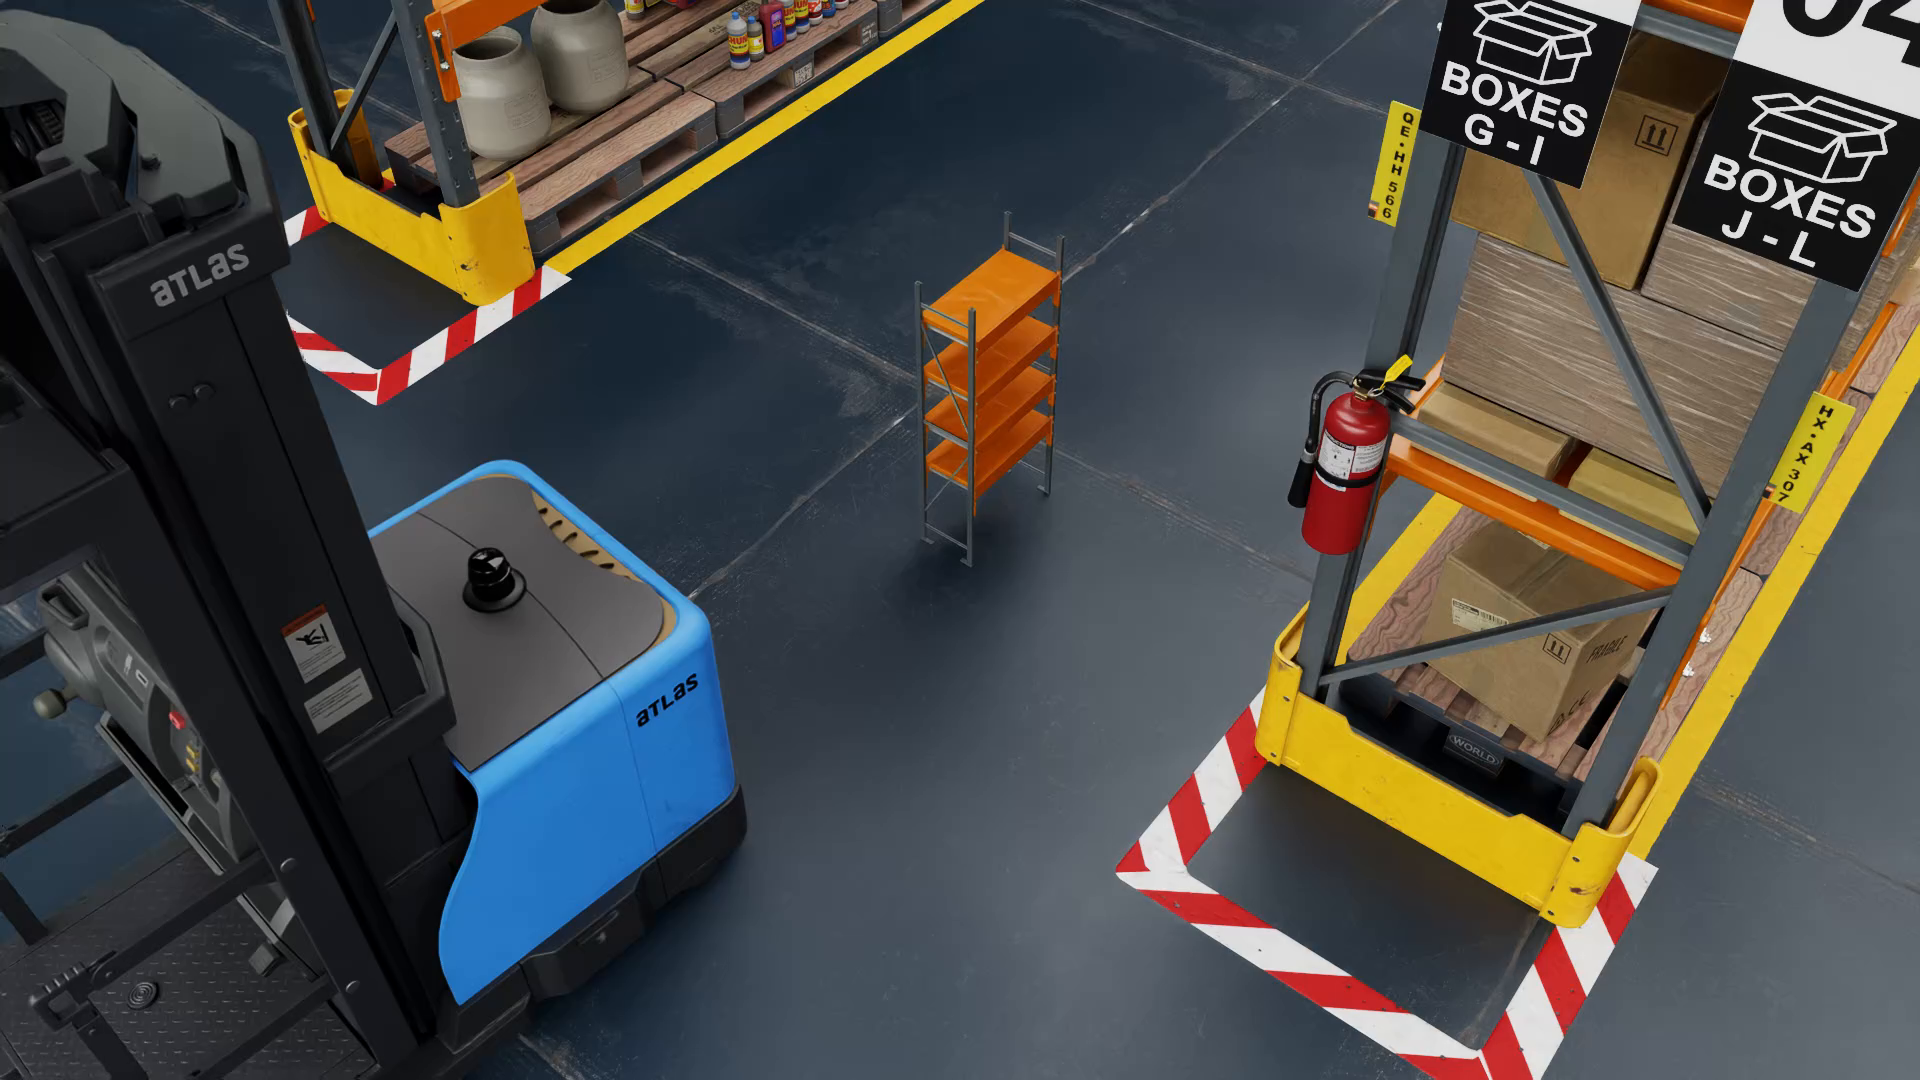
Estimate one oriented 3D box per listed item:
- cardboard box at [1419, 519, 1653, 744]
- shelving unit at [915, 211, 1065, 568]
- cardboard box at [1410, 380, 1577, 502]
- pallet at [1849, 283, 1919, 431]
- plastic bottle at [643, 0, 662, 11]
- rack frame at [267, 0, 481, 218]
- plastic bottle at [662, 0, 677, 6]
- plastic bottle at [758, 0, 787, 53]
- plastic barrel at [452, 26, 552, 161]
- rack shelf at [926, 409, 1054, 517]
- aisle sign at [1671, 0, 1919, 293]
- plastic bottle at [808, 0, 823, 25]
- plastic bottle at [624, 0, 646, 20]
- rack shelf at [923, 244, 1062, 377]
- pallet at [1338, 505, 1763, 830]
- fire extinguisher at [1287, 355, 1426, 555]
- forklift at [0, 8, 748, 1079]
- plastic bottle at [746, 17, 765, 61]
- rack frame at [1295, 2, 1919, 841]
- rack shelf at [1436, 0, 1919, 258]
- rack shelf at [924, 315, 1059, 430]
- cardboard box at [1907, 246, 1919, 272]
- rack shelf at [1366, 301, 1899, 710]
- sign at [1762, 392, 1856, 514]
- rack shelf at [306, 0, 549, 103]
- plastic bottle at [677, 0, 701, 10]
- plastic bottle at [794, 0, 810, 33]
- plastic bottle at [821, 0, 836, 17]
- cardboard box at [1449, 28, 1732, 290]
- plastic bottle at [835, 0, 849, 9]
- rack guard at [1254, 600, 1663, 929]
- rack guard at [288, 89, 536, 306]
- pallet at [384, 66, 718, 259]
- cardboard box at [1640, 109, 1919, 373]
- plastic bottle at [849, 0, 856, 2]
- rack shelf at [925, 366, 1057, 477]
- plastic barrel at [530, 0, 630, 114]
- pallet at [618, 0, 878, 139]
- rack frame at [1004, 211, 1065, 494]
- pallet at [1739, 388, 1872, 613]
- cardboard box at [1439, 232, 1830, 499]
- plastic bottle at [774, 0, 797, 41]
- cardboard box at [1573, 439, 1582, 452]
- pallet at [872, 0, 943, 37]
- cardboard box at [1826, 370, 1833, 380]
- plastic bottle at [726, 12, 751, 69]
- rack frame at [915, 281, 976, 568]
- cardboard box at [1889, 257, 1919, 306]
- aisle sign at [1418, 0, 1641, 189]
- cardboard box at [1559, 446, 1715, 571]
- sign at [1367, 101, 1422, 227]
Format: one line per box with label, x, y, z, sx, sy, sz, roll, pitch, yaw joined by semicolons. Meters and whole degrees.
cardboard box;1.880;0.233;5.392;0.500;0.500;0.500;-33;54;-27
shelving unit;0.101;-0.509;5.907;0.258;1.200;0.503;29;53;25
cardboard box;1.496;-0.303;4.639;0.380;0.149;0.250;29;53;25
pallet;3.548;-1.062;7.118;1.003;0.211;1.213;29;53;25
plastic bottle;-1.601;-2.859;8.481;0.061;0.283;0.133;30;53;26
rack frame;-2.434;-2.326;6.397;1.000;3.000;0.127;29;53;25
plastic bottle;-1.483;-2.914;8.538;0.152;0.276;0.135;30;53;25
plastic bottle;-0.926;-2.560;8.196;0.061;0.283;0.133;30;53;26
plastic barrel;-2.092;-2.022;7.537;0.421;0.512;0.421;0;46;0
rack shelf;0.101;-0.326;6.099;0.258;0.148;0.480;29;53;25
aisle sign;1.685;-0.866;3.205;0.394;0.787;0.004;29;53;25
plastic bottle;-0.748;-2.721;8.406;0.097;0.201;0.097;0;46;0
plastic bottle;-1.658;-2.756;8.439;0.097;0.201;0.097;0;46;0
rack shelf;0.101;-0.781;5.622;0.258;0.148;0.480;29;53;25
pallet;2.056;0.335;5.784;1.003;0.211;1.213;29;53;25
fire extinguisher;1.050;-0.247;4.465;0.296;0.674;0.183;29;53;25
forklift;-2.064;0.466;3.778;1.130;2.935;3.031;35;56;29
plastic bottle;-1.016;-2.470;8.166;0.097;0.201;0.097;0;46;0
rack frame;1.485;-0.136;4.305;1.000;3.000;0.127;29;53;25
rack shelf;2.708;-2.068;4.574;1.077;0.370;4.000;29;53;25
rack shelf;0.101;-0.617;5.794;0.258;0.148;0.480;29;53;25
cardboard box;2.348;-1.096;4.256;0.500;0.500;0.500;29;53;25
rack shelf;2.708;-1.032;5.659;1.077;0.370;4.000;29;53;25
sign;1.915;-0.195;3.763;0.100;0.325;0.005;29;53;25
rack shelf;-1.211;-3.222;7.750;1.077;0.370;4.000;29;53;25
plastic bottle;-1.398;-2.869;8.491;0.061;0.283;0.133;29;53;25
plastic bottle;-0.808;-2.688;8.326;0.097;0.271;0.097;0;46;0
plastic bottle;-0.685;-2.804;8.437;0.097;0.271;0.097;0;46;0
cardboard box;1.626;-1.043;4.205;0.500;0.500;0.500;29;53;25
plastic bottle;-0.622;-2.838;8.518;0.097;0.201;0.097;0;46;0
rack guard;1.532;0.684;5.251;1.175;0.500;0.348;29;53;25
rack guard;-2.425;-1.526;7.362;1.175;0.500;0.348;29;53;25
pallet;-1.924;-1.889;7.909;1.003;0.211;1.213;29;53;25
cardboard box;2.037;-0.813;3.986;0.500;0.500;0.500;29;53;25
plastic bottle;-0.572;-2.944;8.567;0.152;0.276;0.135;30;53;26
rack shelf;0.101;-0.463;5.955;0.258;0.148;0.480;29;53;25
plastic barrel;-1.786;-2.308;7.811;0.421;0.512;0.421;0;46;0
pallet;-1.178;-2.584;8.573;1.003;0.211;1.213;29;53;25
rack frame;0.250;-0.649;6.040;0.240;1.200;0.015;29;53;25
pallet;2.803;-0.360;6.448;1.003;0.211;1.213;29;53;25
cardboard box;1.843;-0.576;4.451;0.875;0.500;0.500;29;53;25
plastic bottle;-0.870;-2.631;8.271;0.097;0.271;0.097;0;46;0
cardboard box;1.649;-0.446;4.776;0.380;0.149;0.250;29;53;25
pallet;-0.432;-3.285;9.242;1.003;0.211;1.213;29;53;25
cardboard box;2.476;-0.670;4.989;0.380;0.149;0.250;29;53;25
plastic bottle;-1.079;-2.435;8.084;0.097;0.271;0.097;0;46;0
rack frame;-0.048;-0.370;5.773;0.240;1.200;0.015;29;53;25
cardboard box;2.842;-0.922;5.230;0.380;0.149;0.250;29;53;25
aisle sign;1.210;-1.131;3.458;0.394;0.787;0.004;29;53;25
cardboard box;1.848;-0.107;4.451;0.380;0.149;0.250;29;53;25
sign;1.058;-0.902;4.018;0.100;0.325;0.005;29;53;25
